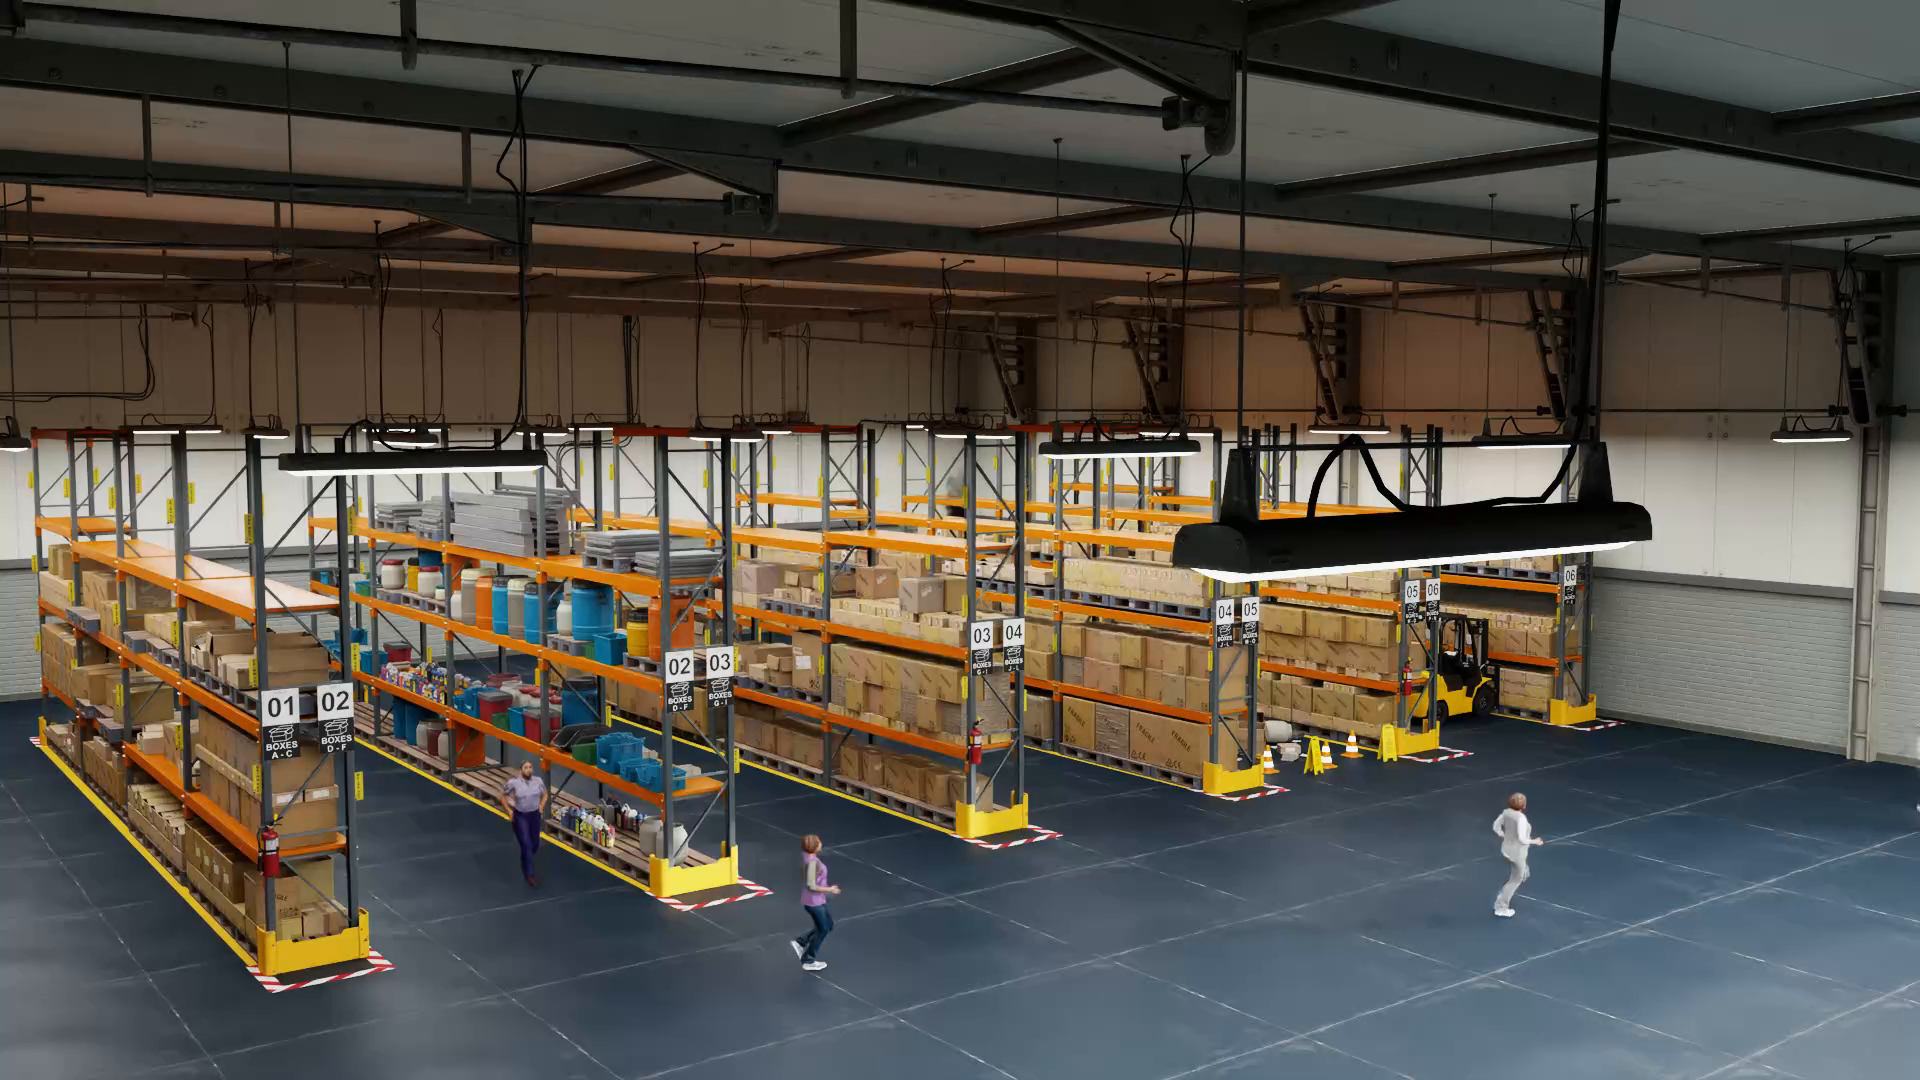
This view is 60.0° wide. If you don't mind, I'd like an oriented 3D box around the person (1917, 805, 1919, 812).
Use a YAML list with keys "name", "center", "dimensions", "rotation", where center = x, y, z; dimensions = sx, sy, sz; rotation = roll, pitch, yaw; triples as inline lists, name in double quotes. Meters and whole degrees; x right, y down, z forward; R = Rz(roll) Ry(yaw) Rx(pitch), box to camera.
- name: "person"
  center: [14.742, 3.547, 24.948]
  dimensions: [0.579, 1.646, 0.559]
  rotation: [1, 5, 13]

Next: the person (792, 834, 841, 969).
- name: "person"
  center: [-1.625, 4.077, 18.769]
  dimensions: [0.551, 1.552, 0.530]
  rotation: [-1, 5, -9]

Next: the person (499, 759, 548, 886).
- name: "person"
  center: [-5.844, 3.755, 22.366]
  dimensions: [0.627, 1.639, 0.808]
  rotation: [-3, 6, -36]

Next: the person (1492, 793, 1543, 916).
- name: "person"
  center: [6.944, 3.910, 20.725]
  dimensions: [0.586, 1.558, 0.508]
  rotation: [-1, 5, -10]
